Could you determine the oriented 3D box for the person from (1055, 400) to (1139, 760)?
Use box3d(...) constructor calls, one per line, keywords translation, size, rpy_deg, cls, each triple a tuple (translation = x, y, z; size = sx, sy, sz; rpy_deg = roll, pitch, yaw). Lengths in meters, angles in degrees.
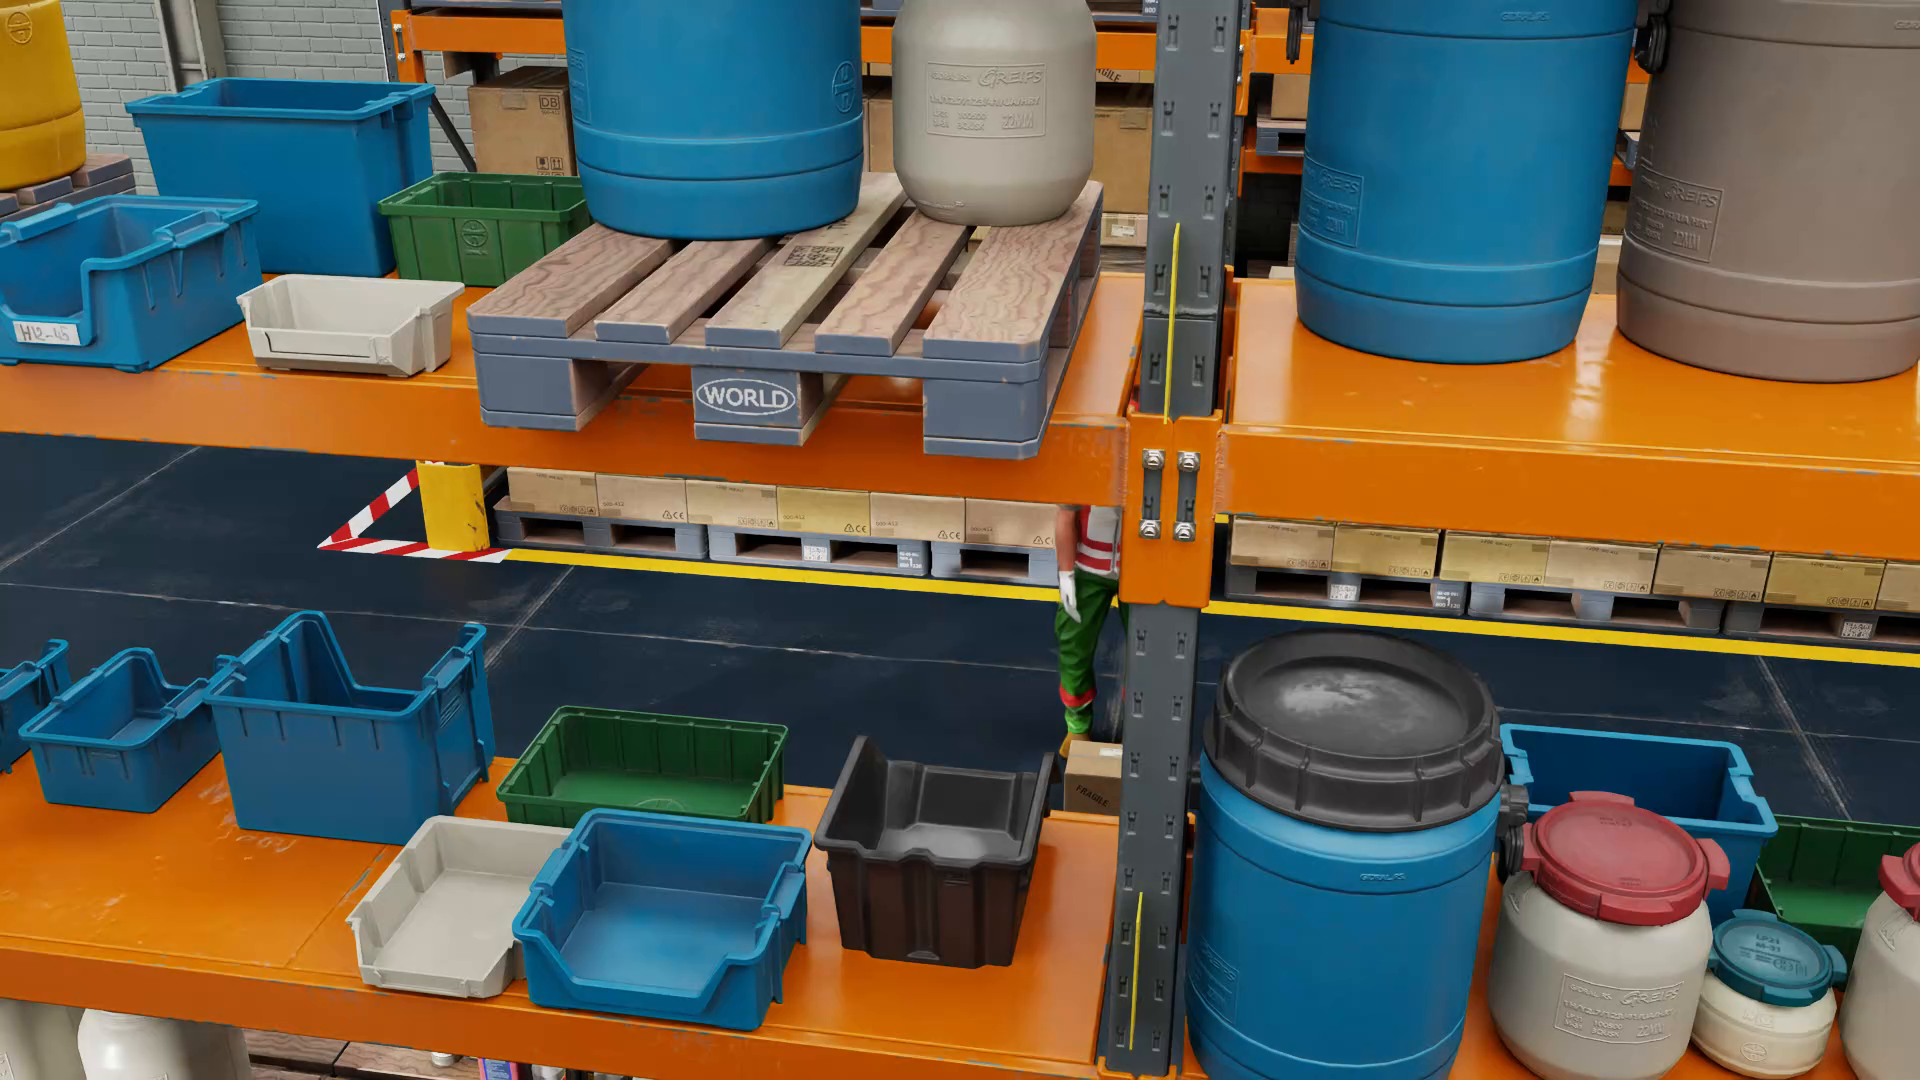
box3d(translation=(0.669, 0.169, 6.858), size=(0.560, 1.666, 0.558), rpy_deg=(5, 25, 10), cls="person")
